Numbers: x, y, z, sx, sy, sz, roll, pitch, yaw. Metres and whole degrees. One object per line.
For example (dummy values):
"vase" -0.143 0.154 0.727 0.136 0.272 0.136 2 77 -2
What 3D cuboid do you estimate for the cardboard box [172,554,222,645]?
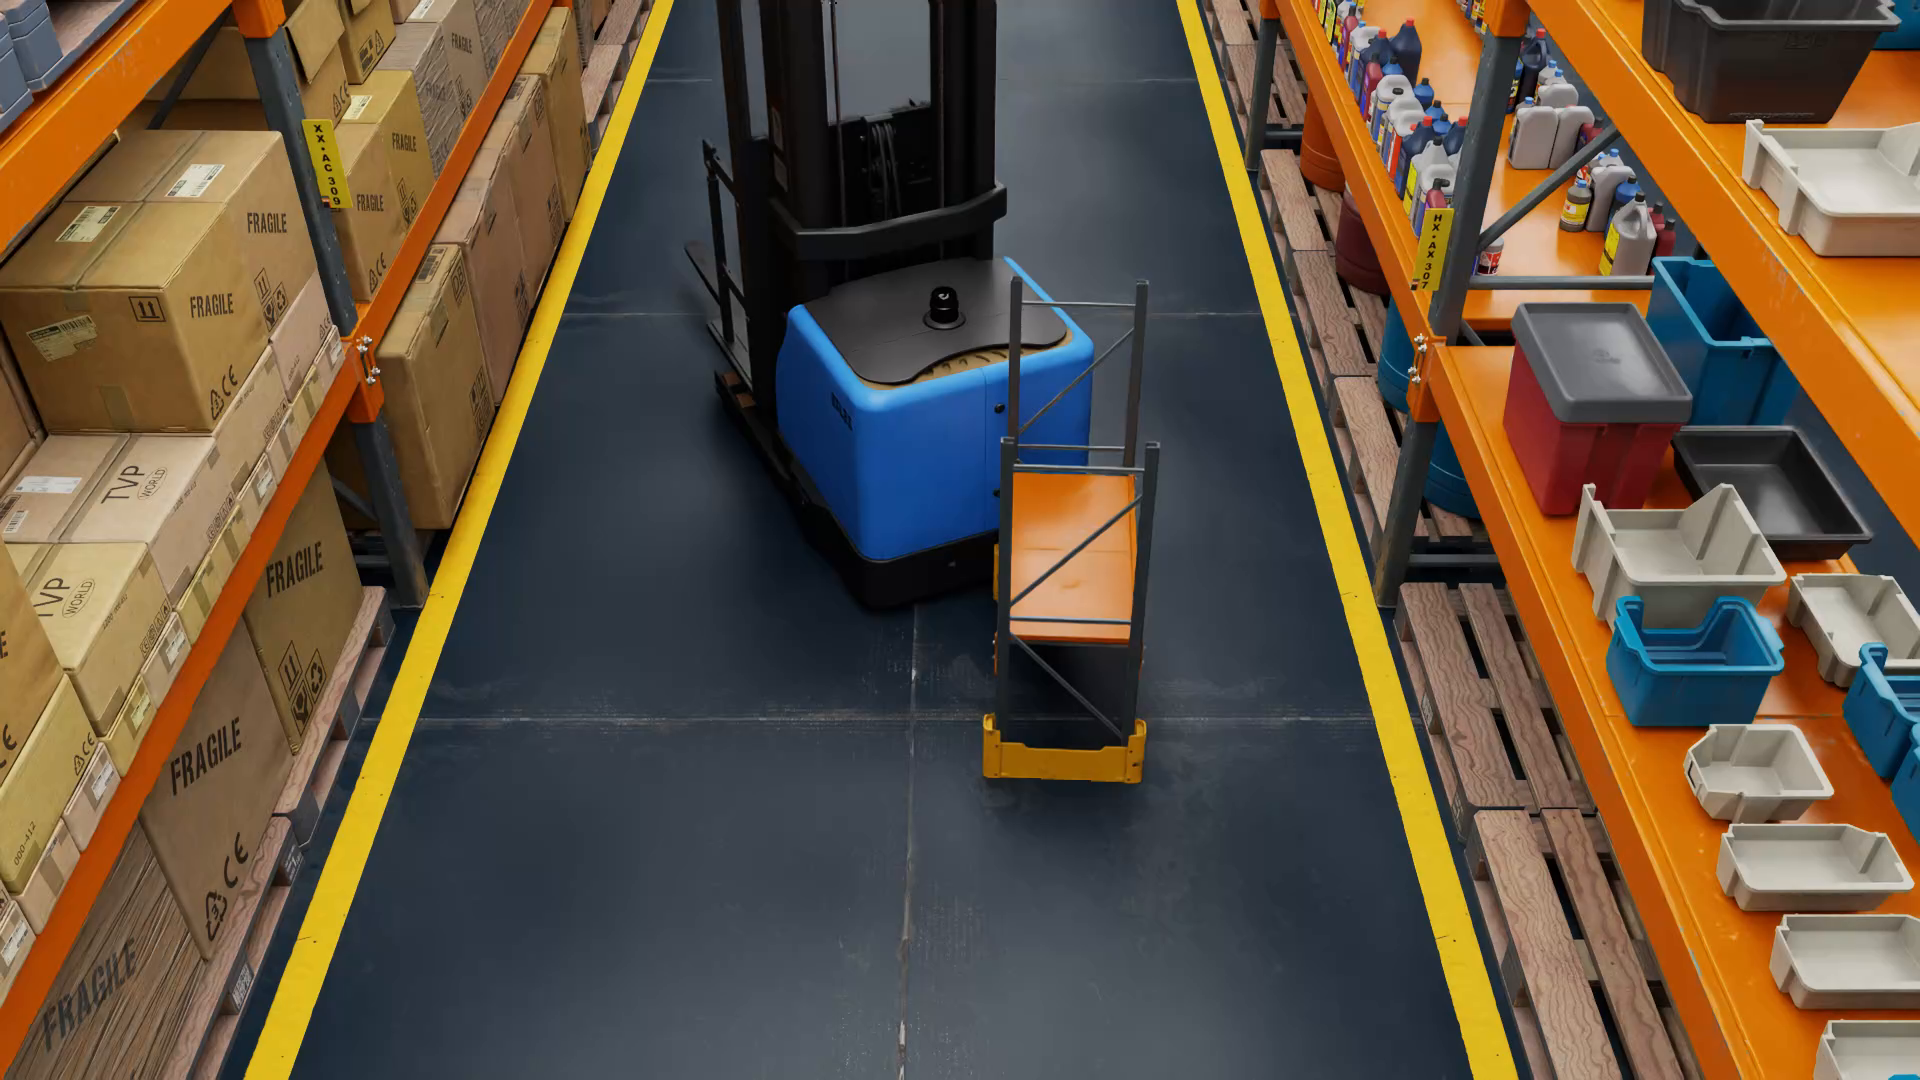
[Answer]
"cardboard box" -2.394 0.174 4.835 0.380 0.149 0.250 -1 39 -1

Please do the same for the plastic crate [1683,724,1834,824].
"plastic crate" 2.022 0.609 4.254 0.298 0.136 0.250 0 39 0

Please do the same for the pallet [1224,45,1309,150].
"pallet" 2.262 -2.819 10.599 1.003 0.211 1.213 0 39 0

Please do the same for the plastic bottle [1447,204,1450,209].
"plastic bottle" 1.939 -1.246 6.565 0.097 0.201 0.097 0 39 0

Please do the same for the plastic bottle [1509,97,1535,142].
"plastic bottle" 2.484 -1.846 7.314 0.097 0.201 0.097 0 39 0

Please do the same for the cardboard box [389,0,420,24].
"cardboard box" -2.738 -2.566 7.171 0.797 0.503 0.637 1 39 1

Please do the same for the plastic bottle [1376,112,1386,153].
"plastic bottle" 1.877 -1.791 7.245 0.097 0.201 0.097 0 39 0

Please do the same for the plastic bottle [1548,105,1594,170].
"plastic bottle" 2.608 -1.742 7.124 0.152 0.276 0.135 0 39 0

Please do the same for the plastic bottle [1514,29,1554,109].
"plastic bottle" 2.612 -2.138 7.558 0.144 0.351 0.185 0 39 0

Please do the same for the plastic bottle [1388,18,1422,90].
"plastic bottle" 2.052 -2.250 7.699 0.144 0.351 0.185 0 39 0

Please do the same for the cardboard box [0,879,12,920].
"cardboard box" -2.457 0.900 3.610 0.500 0.250 0.500 0 39 -1

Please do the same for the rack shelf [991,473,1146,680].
"rack shelf" 0.406 0.101 6.212 0.538 0.185 1.000 2 39 2

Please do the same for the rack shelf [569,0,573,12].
"rack shelf" -2.731 -4.389 10.904 1.077 0.370 4.000 0 39 0

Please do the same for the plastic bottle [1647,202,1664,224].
"plastic bottle" 2.655 -1.189 6.429 0.061 0.283 0.133 0 39 0

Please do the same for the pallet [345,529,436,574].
"pallet" -2.800 -0.312 7.471 1.003 0.211 1.213 0 39 0

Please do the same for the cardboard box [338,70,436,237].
"cardboard box" -2.476 -1.559 6.717 0.500 0.500 0.500 0 39 0

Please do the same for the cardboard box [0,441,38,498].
"cardboard box" -2.983 -0.047 4.792 0.500 0.250 0.500 1 39 1

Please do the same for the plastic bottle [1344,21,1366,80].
"plastic bottle" 1.876 -2.307 7.833 0.097 0.271 0.097 0 39 0

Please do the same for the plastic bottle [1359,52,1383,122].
"plastic bottle" 1.858 -2.040 7.490 0.061 0.283 0.133 0 39 0

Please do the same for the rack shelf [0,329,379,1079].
"rack shelf" -2.722 0.613 4.661 1.077 0.370 4.000 0 39 0

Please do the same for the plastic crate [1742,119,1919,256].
"plastic crate" 1.983 -0.780 3.637 0.437 0.136 0.530 0 39 0

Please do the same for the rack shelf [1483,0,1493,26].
"rack shelf" 2.227 -3.062 6.849 1.077 0.370 4.000 0 39 0

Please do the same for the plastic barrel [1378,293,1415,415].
"plastic barrel" 2.245 -1.050 7.503 0.600 0.901 0.708 0 39 0

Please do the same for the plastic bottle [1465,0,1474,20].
"plastic bottle" 2.634 -2.782 8.426 0.097 0.271 0.097 0 39 0

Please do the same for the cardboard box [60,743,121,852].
"cardboard box" -2.394 0.655 4.235 0.380 0.149 0.250 0 39 -1

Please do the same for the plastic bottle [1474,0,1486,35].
"plastic bottle" 2.634 -2.660 8.274 0.097 0.271 0.097 0 39 0

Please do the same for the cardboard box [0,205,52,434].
"cardboard box" -2.986 -0.661 4.958 0.500 0.500 0.500 0 39 0

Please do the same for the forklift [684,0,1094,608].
"forklift" -0.530 -1.786 7.135 1.130 2.935 3.031 -16 41 -19

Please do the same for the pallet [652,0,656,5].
"pallet" -2.731 -4.346 12.504 1.003 0.211 1.213 0 39 0

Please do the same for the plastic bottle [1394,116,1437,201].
"plastic bottle" 1.901 -1.593 6.878 0.144 0.351 0.185 0 39 0

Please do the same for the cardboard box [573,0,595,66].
"cardboard box" -2.763 -3.382 10.718 0.700 0.500 0.500 -3 39 -4

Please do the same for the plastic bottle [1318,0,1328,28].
"plastic bottle" 1.857 -2.734 8.356 0.061 0.283 0.133 0 39 0

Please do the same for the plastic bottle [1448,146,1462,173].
"plastic bottle" 2.045 -1.477 6.734 0.144 0.351 0.185 0 39 0

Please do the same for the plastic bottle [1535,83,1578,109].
"plastic bottle" 2.608 -1.887 7.305 0.152 0.276 0.135 0 39 0

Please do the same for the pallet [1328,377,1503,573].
"pallet" 2.270 -0.316 7.476 1.003 0.211 1.213 0 39 0

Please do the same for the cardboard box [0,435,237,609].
"cardboard box" -2.457 -0.057 4.804 0.500 0.250 0.500 1 39 1

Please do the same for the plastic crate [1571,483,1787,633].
"plastic crate" 2.047 0.056 4.828 0.437 0.282 0.530 0 39 0

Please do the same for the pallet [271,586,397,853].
"pallet" -2.801 0.646 6.276 1.003 0.211 1.213 0 39 0

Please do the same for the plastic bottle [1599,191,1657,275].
"plastic bottle" 2.553 -1.148 6.323 0.144 0.351 0.185 0 39 0

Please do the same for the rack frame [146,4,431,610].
"rack frame" -2.724 -0.918 5.997 1.000 3.000 0.127 0 39 0

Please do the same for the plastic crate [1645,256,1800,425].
"plastic crate" 2.571 -0.647 5.624 0.392 0.384 0.575 0 39 0

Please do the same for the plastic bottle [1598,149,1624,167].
"plastic bottle" 2.636 -1.463 6.779 0.097 0.271 0.097 0 39 0

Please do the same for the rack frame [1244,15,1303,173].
"rack frame" 2.224 -3.423 9.123 1.000 3.000 0.127 0 39 0

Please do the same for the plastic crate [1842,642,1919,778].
"plastic crate" 2.561 0.456 4.368 0.416 0.233 0.300 0 39 0

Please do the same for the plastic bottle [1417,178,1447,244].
"plastic bottle" 1.859 -1.267 6.526 0.061 0.283 0.133 0 39 0

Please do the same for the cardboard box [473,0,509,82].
"cardboard box" -2.482 -2.514 7.908 0.500 0.500 0.500 -1 39 -2

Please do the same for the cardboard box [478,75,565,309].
"cardboard box" -2.755 -1.765 8.417 1.225 0.875 0.875 0 39 0

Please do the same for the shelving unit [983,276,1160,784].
"shelving unit" 0.406 -0.033 6.092 0.587 1.500 1.083 2 39 2

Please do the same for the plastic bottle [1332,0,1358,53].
"plastic bottle" 1.875 -2.512 8.089 0.097 0.271 0.097 0 39 0

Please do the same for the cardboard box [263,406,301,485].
"cardboard box" -2.395 -0.308 5.437 0.380 0.149 0.250 -1 39 -1

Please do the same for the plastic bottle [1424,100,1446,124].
"plastic bottle" 2.029 -1.757 7.147 0.097 0.271 0.097 0 39 0

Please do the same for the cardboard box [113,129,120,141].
"cardboard box" -2.997 -1.249 6.330 0.500 0.500 0.500 0 39 0

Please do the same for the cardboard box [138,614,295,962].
"cardboard box" -2.802 0.723 5.313 0.875 0.875 0.875 0 39 0

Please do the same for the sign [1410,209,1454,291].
"sign" 1.679 -1.030 5.916 0.100 0.325 0.005 0 39 0

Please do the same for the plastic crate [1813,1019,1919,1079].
"plastic crate" 2.052 1.149 3.580 0.396 0.136 0.243 0 39 0

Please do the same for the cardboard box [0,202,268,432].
"cardboard box" -2.459 -0.668 4.967 0.500 0.500 0.500 0 39 0
